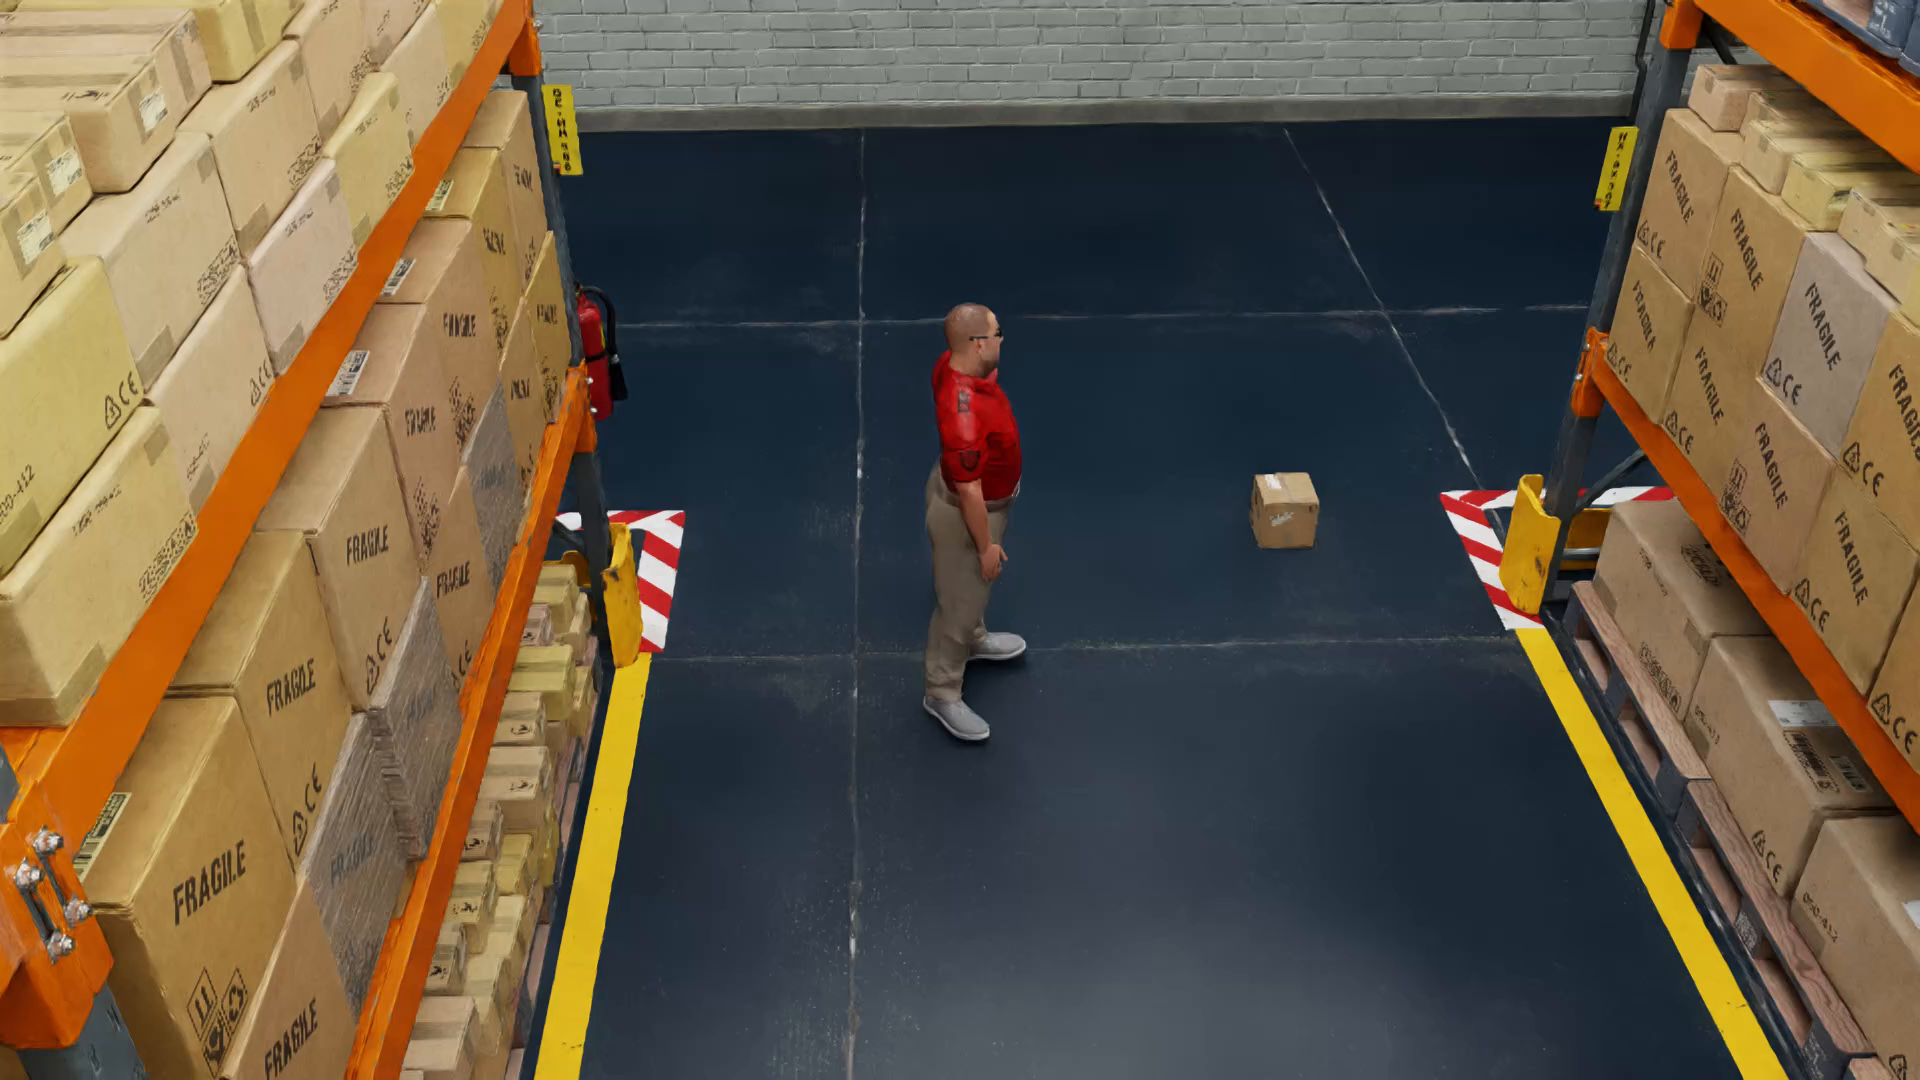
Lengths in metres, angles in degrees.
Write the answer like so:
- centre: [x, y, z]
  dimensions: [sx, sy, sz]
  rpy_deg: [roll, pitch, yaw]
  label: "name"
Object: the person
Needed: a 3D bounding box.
- centre: [0.064, -0.112, 6.274]
  dimensions: [0.429, 1.734, 0.678]
  rpy_deg: [-1, 35, -1]
  label: "person"
